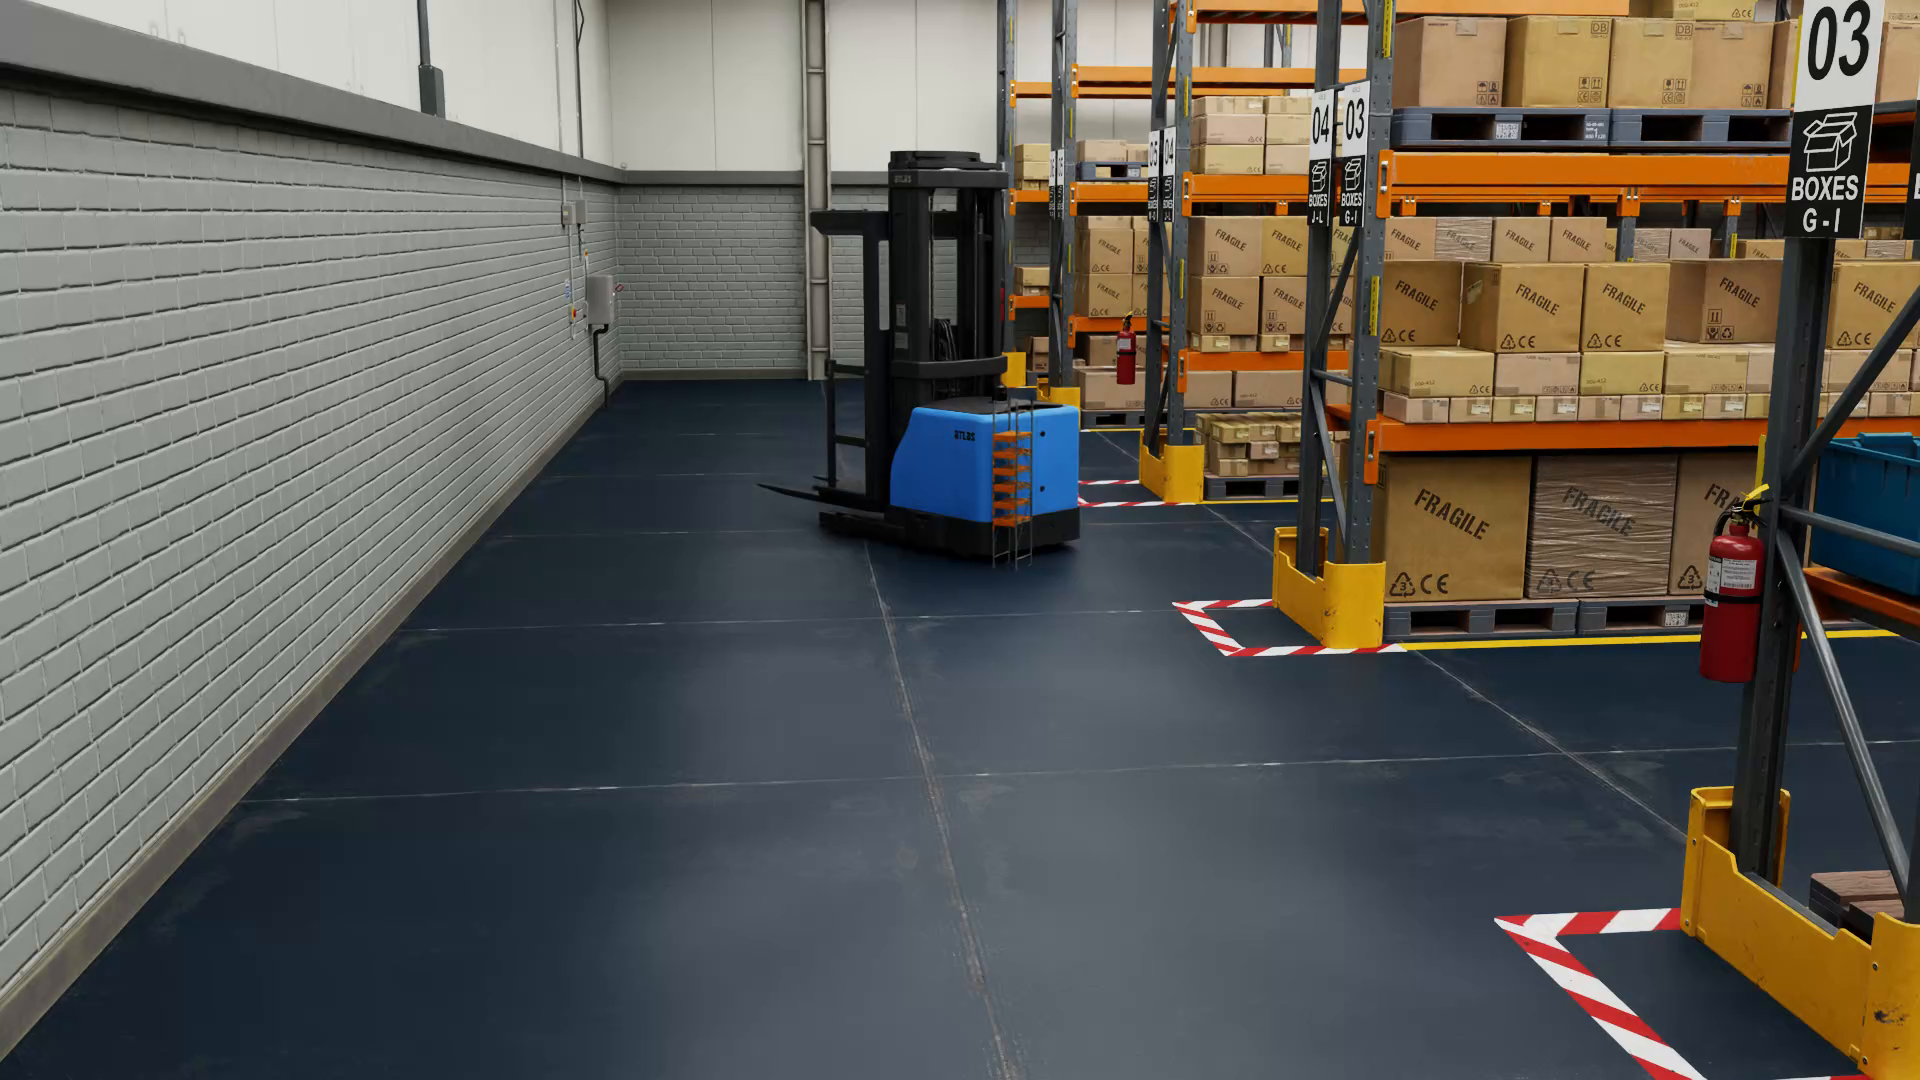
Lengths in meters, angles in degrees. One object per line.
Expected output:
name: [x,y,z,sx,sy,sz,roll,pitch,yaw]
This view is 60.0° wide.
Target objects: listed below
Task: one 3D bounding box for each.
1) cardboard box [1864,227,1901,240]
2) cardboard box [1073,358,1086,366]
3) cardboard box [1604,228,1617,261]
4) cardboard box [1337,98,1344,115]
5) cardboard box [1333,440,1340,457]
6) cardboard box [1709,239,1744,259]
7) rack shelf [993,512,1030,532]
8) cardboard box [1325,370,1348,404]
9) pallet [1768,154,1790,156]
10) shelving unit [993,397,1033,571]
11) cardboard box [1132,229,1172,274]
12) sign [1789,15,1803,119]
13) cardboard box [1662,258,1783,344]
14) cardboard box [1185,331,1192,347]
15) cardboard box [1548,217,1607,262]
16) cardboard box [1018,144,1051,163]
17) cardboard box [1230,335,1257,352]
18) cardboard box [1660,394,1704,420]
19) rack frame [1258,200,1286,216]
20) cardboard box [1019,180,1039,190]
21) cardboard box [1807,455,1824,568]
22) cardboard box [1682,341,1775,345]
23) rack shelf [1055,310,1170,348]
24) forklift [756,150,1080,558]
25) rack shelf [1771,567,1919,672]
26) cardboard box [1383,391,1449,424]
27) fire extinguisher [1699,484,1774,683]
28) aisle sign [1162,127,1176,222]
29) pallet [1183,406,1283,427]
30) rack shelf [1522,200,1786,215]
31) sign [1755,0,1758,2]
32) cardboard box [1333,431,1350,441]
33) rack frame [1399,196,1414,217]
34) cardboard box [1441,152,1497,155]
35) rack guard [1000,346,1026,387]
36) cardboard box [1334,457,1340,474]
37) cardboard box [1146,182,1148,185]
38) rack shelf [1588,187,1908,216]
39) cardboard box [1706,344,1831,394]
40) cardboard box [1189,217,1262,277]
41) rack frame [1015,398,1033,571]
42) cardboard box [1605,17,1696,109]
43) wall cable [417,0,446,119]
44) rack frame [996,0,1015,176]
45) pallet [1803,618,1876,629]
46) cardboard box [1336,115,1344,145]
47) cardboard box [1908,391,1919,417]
cardboard box: [11.548,-3.838,20.816,0.250,0.149,0.380,-1,11,-3]
cardboard box: [1.698,-2.608,24.662,0.250,0.149,0.380,-2,11,-8]
cardboard box: [7.657,-3.478,19.930,0.500,0.500,0.500,-1,11,-6]
cardboard box: [3.194,-3.733,14.362,0.250,0.149,0.380,-1,11,-4]
cardboard box: [3.409,-0.846,14.928,0.250,0.149,0.380,-2,11,-9]
cardboard box: [9.568,-3.484,20.695,0.500,0.500,0.500,-2,11,-8]
rack shelf: [0.375,-0.119,11.835,0.180,0.103,0.258,7,13,31]
cardboard box: [4.534,-1.893,20.275,0.875,0.438,0.875,-1,11,-7]
pallet: [7.461,-3.384,15.016,1.003,0.211,1.213,-1,11,-6]
shelving unit: [0.374,-0.398,11.779,0.189,1.200,0.258,7,13,31]
cardboard box: [2.214,-3.361,19.335,0.500,0.500,0.500,-2,11,-8]
sign: [2.722,-1.529,5.364,0.005,0.325,0.100,-1,11,-6]
cardboard box: [4.729,-1.495,10.371,0.500,0.500,0.500,-2,11,-8]
cardboard box: [2.122,-1.844,15.123,0.250,0.149,0.380,-1,11,-6]
cardboard box: [5.366,-2.614,14.764,0.500,0.500,0.500,-2,11,-8]
cardboard box: [1.121,-5.556,23.899,0.500,0.250,0.500,-1,11,-7]
cardboard box: [2.434,-1.740,14.595,0.250,0.149,0.380,-1,11,-4]
cardboard box: [4.181,-0.806,9.844,0.250,0.149,0.380,-1,11,-8]
rack frame: [4.630,-3.889,24.872,0.127,3.000,1.000,-1,11,-6]
cardboard box: [0.995,-5.116,23.990,0.250,0.149,0.380,-1,11,-5]
cardboard box: [5.575,-0.201,10.536,0.875,0.875,0.875,-1,11,-6]
cardboard box: [4.735,-1.128,10.447,0.500,0.250,0.500,-1,11,-5]
rack shelf: [3.181,-2.542,19.888,4.000,0.370,1.077,-1,11,-6]
forklift: [-0.467,-1.531,13.056,1.130,2.935,3.031,-10,15,-42]
rack shelf: [4.786,0.308,5.390,4.000,0.370,1.077,-1,11,-6]
cardboard box: [2.652,-0.774,9.680,0.250,0.149,0.380,-1,11,-5]
fire extinguisher: [2.599,0.134,5.579,0.183,0.674,0.296,-1,11,-6]
aisle sign: [1.788,-3.123,14.238,0.004,0.787,0.394,-1,11,-6]
pallet: [3.189,-1.542,20.163,1.213,0.211,1.003,-1,11,-6]
rack shelf: [10.595,-5.132,25.288,4.000,0.370,1.077,-1,11,-6]
sign: [9.210,-6.393,19.229,0.005,0.325,0.100,-1,11,-6]
cardboard box: [3.425,-0.986,14.866,0.250,0.149,0.380,-1,11,-4]
rack frame: [5.170,-2.937,20.031,0.127,3.000,1.000,-1,11,-6]
cardboard box: [4.343,-3.307,14.526,0.500,0.250,0.500,-1,11,-7]
rack guard: [0.729,-2.580,24.697,0.348,0.500,1.175,-1,11,-6]
cardboard box: [3.390,-0.699,14.947,0.250,0.149,0.380,-1,11,-6]
cardboard box: [2.777,-5.135,24.089,0.250,0.149,0.380,-1,11,-5]
rack shelf: [7.793,-3.150,15.205,4.000,0.370,1.077,-1,11,-6]
cardboard box: [4.807,-1.027,9.935,0.500,0.250,0.500,-1,11,-5]
cardboard box: [2.303,-2.550,14.443,0.500,0.500,0.500,-1,11,-6]
rack frame: [0.452,-0.389,11.733,0.006,1.200,0.240,7,13,31]
cardboard box: [3.856,-2.759,9.742,0.500,0.500,0.700,-2,11,-10]
wall cable: [-3.730,-6.018,11.814,0.120,5.999,2.277,-1,11,-6]
rack frame: [0.653,-6.749,23.870,0.127,3.000,1.000,-1,11,-6]
pallet: [5.475,0.333,10.628,1.213,0.211,1.003,-1,11,-6]
cardboard box: [3.315,-3.528,14.357,0.500,0.250,0.500,-1,11,-5]
cardboard box: [5.716,-0.838,10.008,0.250,0.149,0.380,-1,11,-5]
